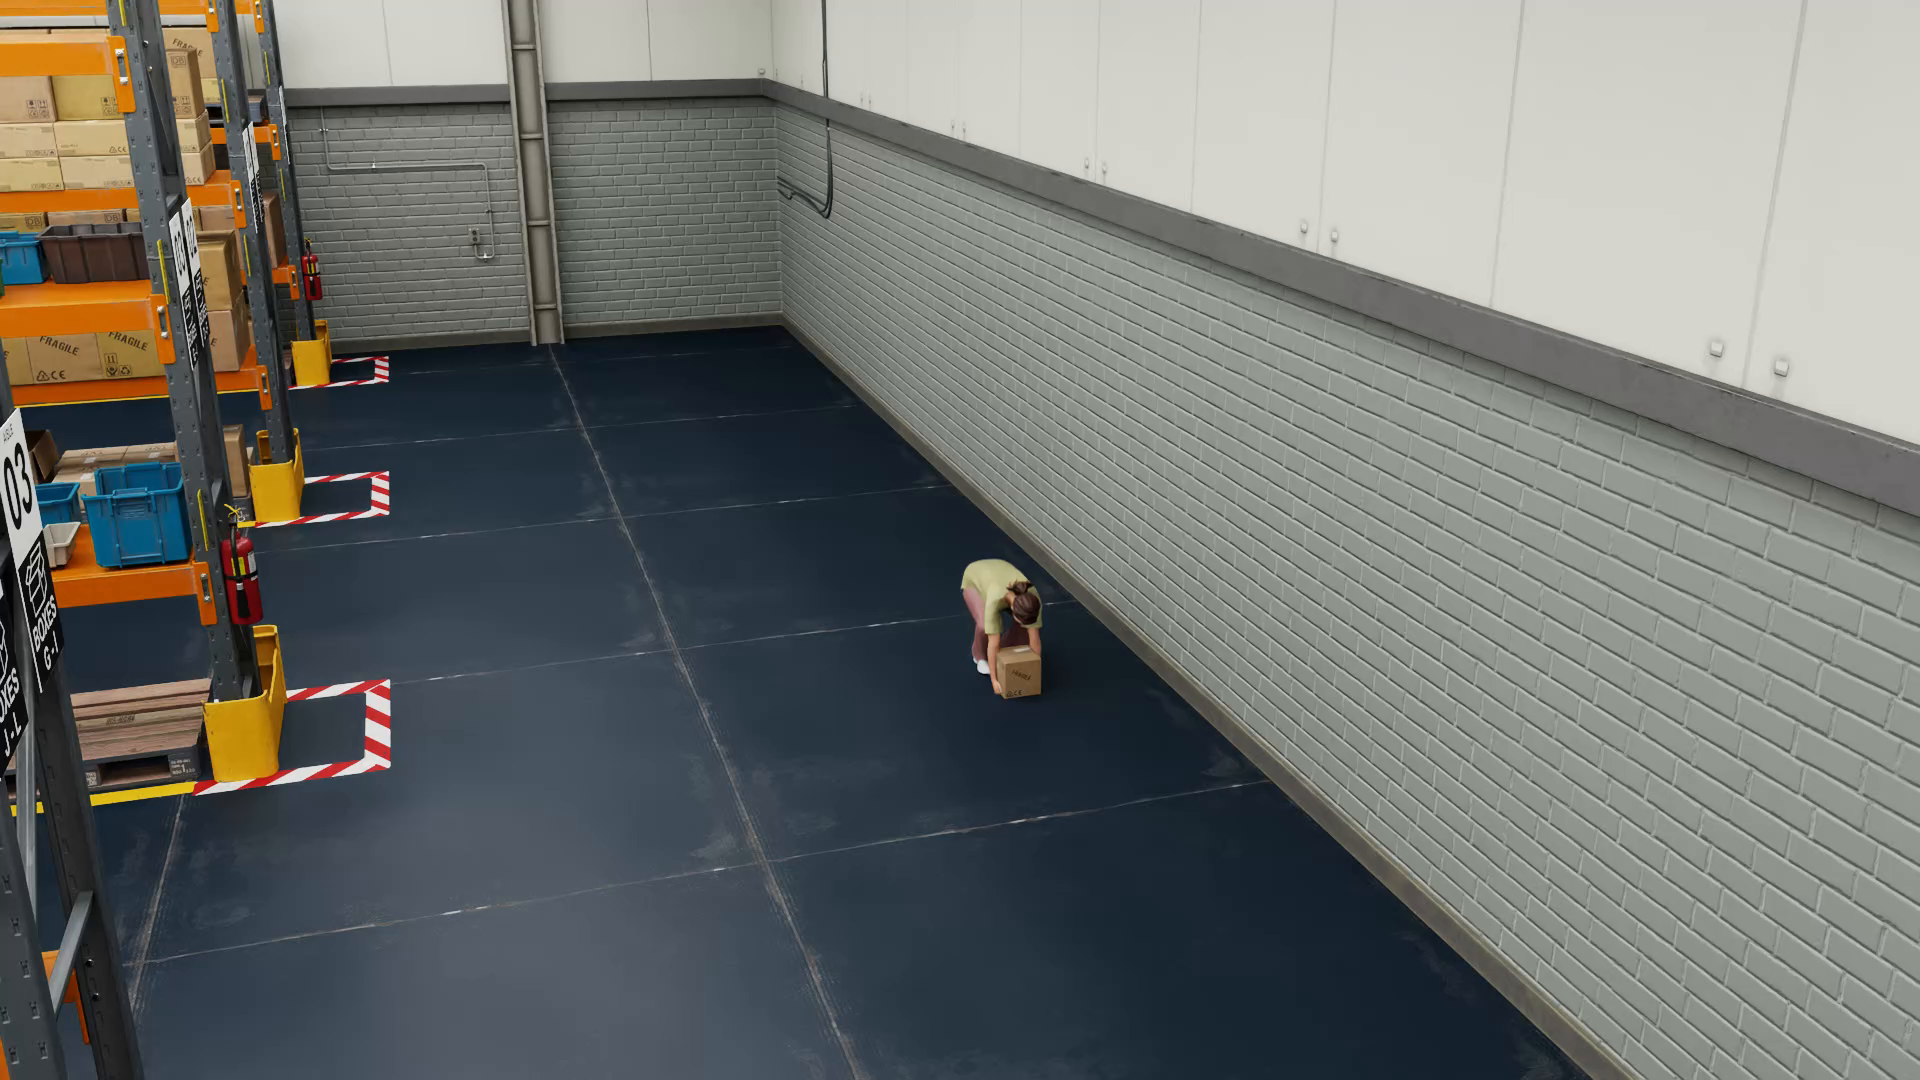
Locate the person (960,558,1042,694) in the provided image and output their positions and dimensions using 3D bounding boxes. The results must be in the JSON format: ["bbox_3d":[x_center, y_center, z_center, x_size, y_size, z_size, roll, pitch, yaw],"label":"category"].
[{"bbox_3d":[0.294,0.547,10.966,0.440,0.743,0.866,-7,20,-19],"label":"person"}]
